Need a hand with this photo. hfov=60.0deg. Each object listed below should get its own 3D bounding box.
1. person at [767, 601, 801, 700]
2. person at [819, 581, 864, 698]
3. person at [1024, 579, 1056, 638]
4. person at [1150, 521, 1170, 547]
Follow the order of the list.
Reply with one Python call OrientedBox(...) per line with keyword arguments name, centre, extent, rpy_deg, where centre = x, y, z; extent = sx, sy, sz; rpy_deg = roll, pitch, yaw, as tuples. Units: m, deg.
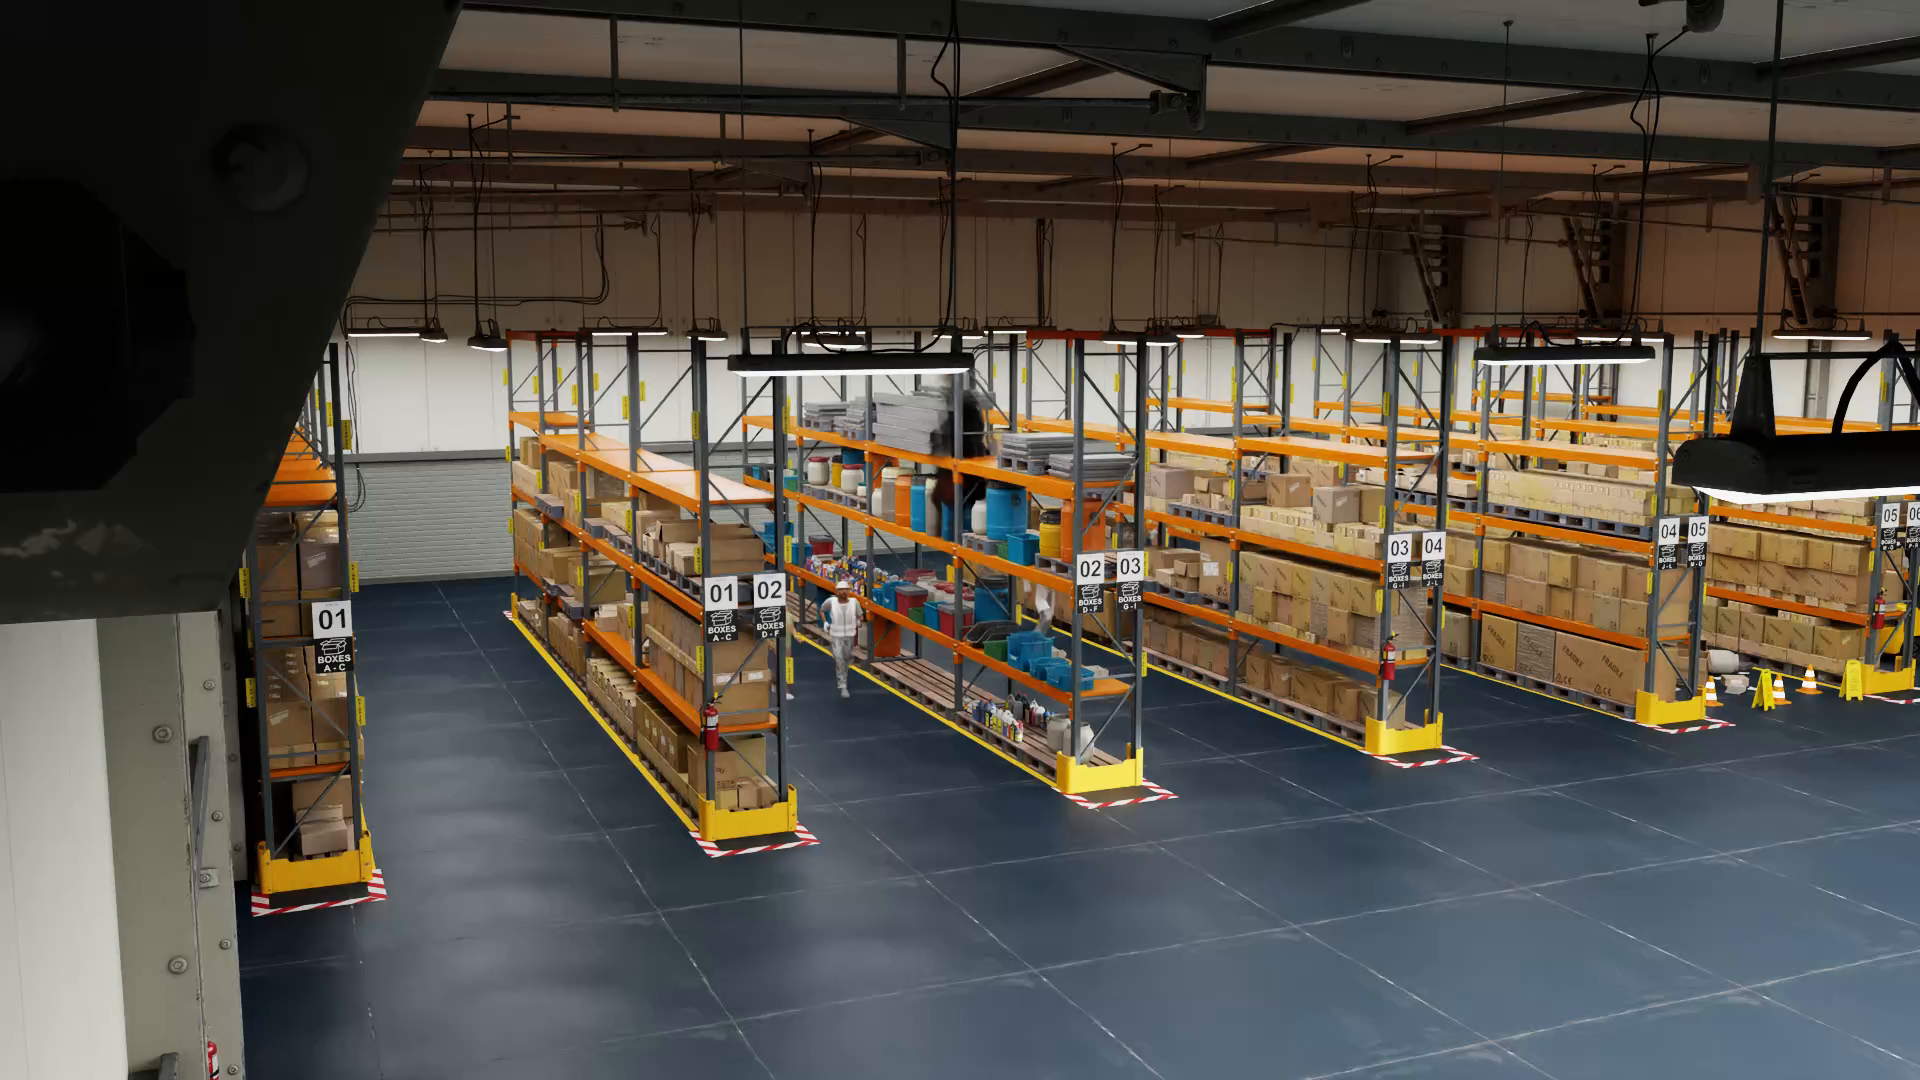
OrientedBox(name="person", centre=(-2.867, 1.688, 26.372), extent=(0.564, 1.613, 0.750), rpy_deg=(-6, 10, -37))
OrientedBox(name="person", centre=(-1.860, 1.550, 26.491), extent=(0.681, 1.819, 0.919), rpy_deg=(-2, 8, -17))
OrientedBox(name="person", centre=(1.598, 1.295, 31.372), extent=(0.691, 1.523, 0.958), rpy_deg=(-5, 9, -30))
OrientedBox(name="person", centre=(4.491, 0.352, 37.309), extent=(0.652, 1.825, 0.905), rpy_deg=(-4, 9, -28))
